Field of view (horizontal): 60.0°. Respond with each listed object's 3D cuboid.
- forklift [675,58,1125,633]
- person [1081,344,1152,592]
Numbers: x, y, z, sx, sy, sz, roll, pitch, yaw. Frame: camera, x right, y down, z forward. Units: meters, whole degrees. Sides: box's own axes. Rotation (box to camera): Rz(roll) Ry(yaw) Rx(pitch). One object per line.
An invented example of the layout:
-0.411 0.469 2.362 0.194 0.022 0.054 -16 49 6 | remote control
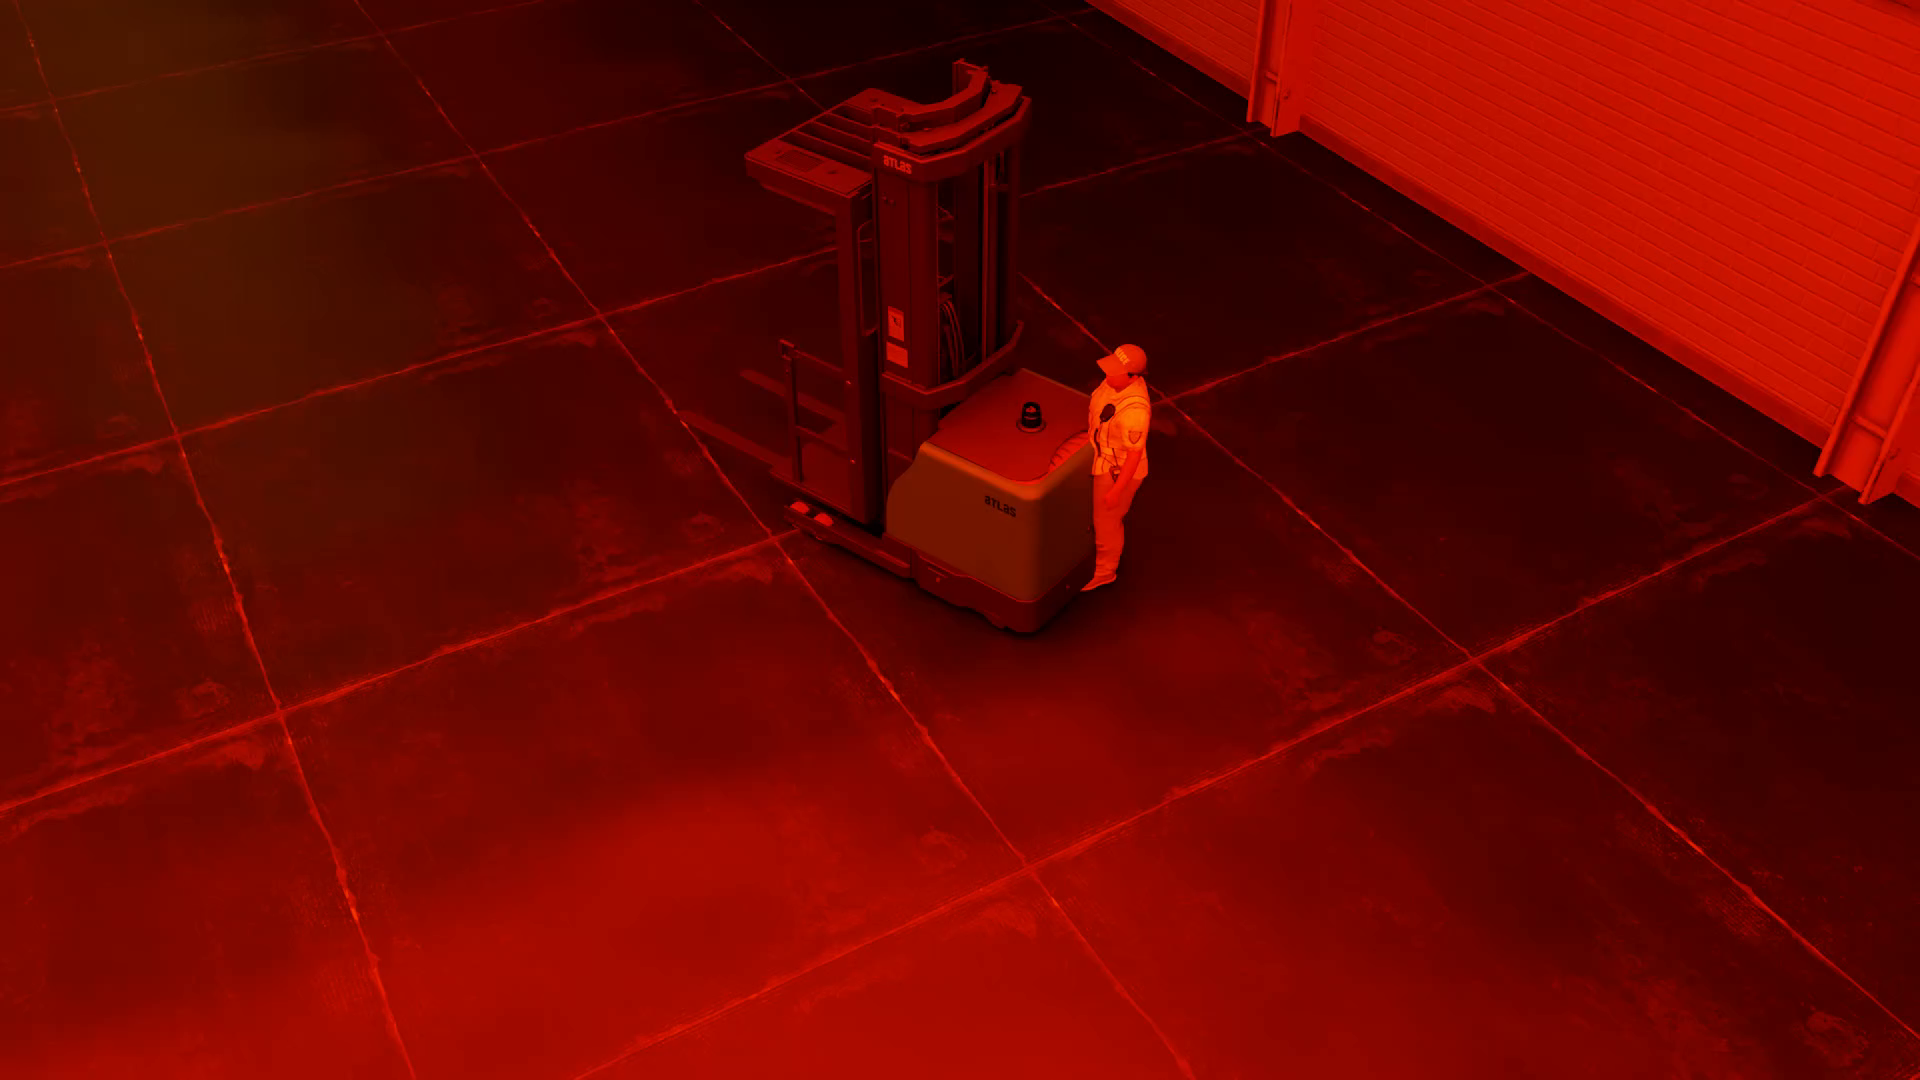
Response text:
-0.481 -1.366 9.683 3.031 2.935 1.130 26 46 28 | forklift
0.789 -0.424 9.526 0.529 1.670 0.597 -6 40 -7 | person
